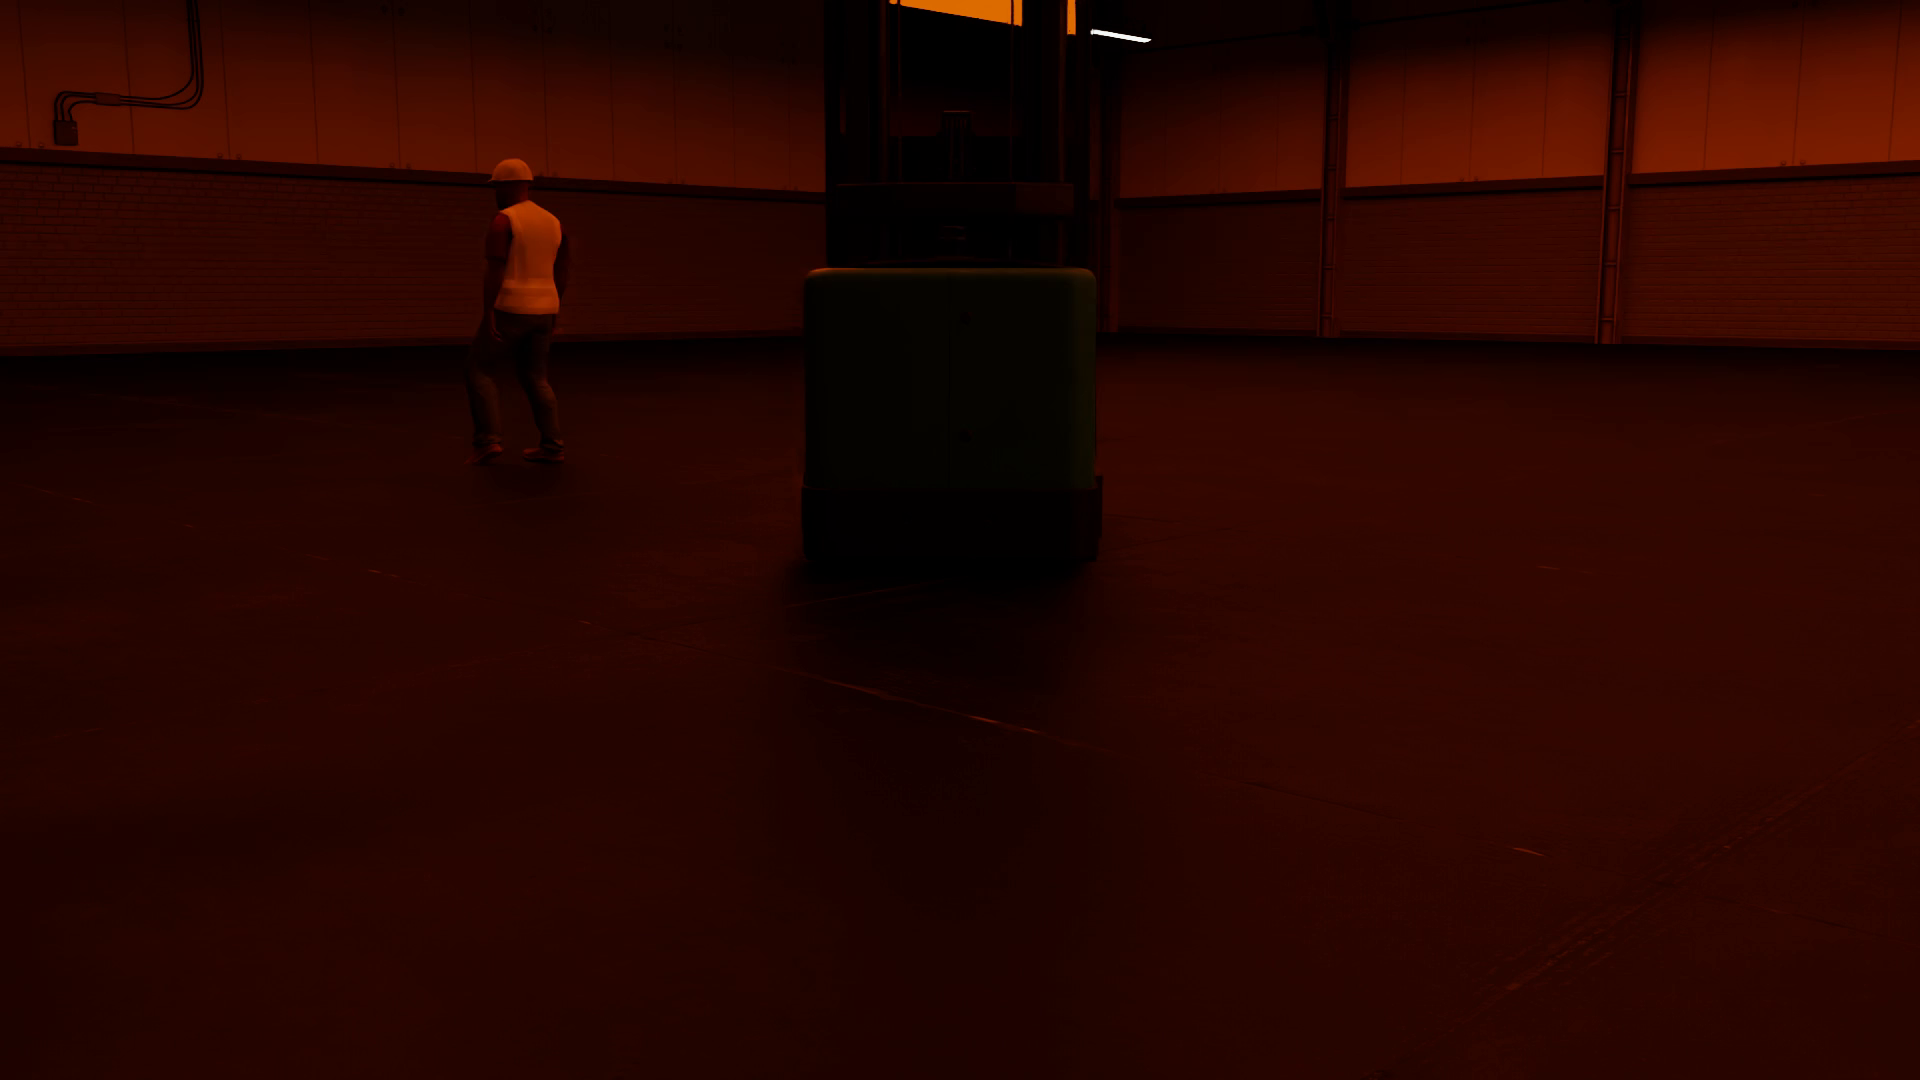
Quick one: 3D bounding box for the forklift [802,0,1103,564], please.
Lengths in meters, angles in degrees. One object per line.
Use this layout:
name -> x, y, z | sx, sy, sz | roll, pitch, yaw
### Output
forklift -> -0.005, -1.542, 7.114 | 1.130, 2.935, 3.031 | 0, 9, 1

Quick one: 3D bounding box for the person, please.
person -> -2.579, -1.293, 9.676 | 0.517, 1.808, 0.672 | 5, 10, 28
